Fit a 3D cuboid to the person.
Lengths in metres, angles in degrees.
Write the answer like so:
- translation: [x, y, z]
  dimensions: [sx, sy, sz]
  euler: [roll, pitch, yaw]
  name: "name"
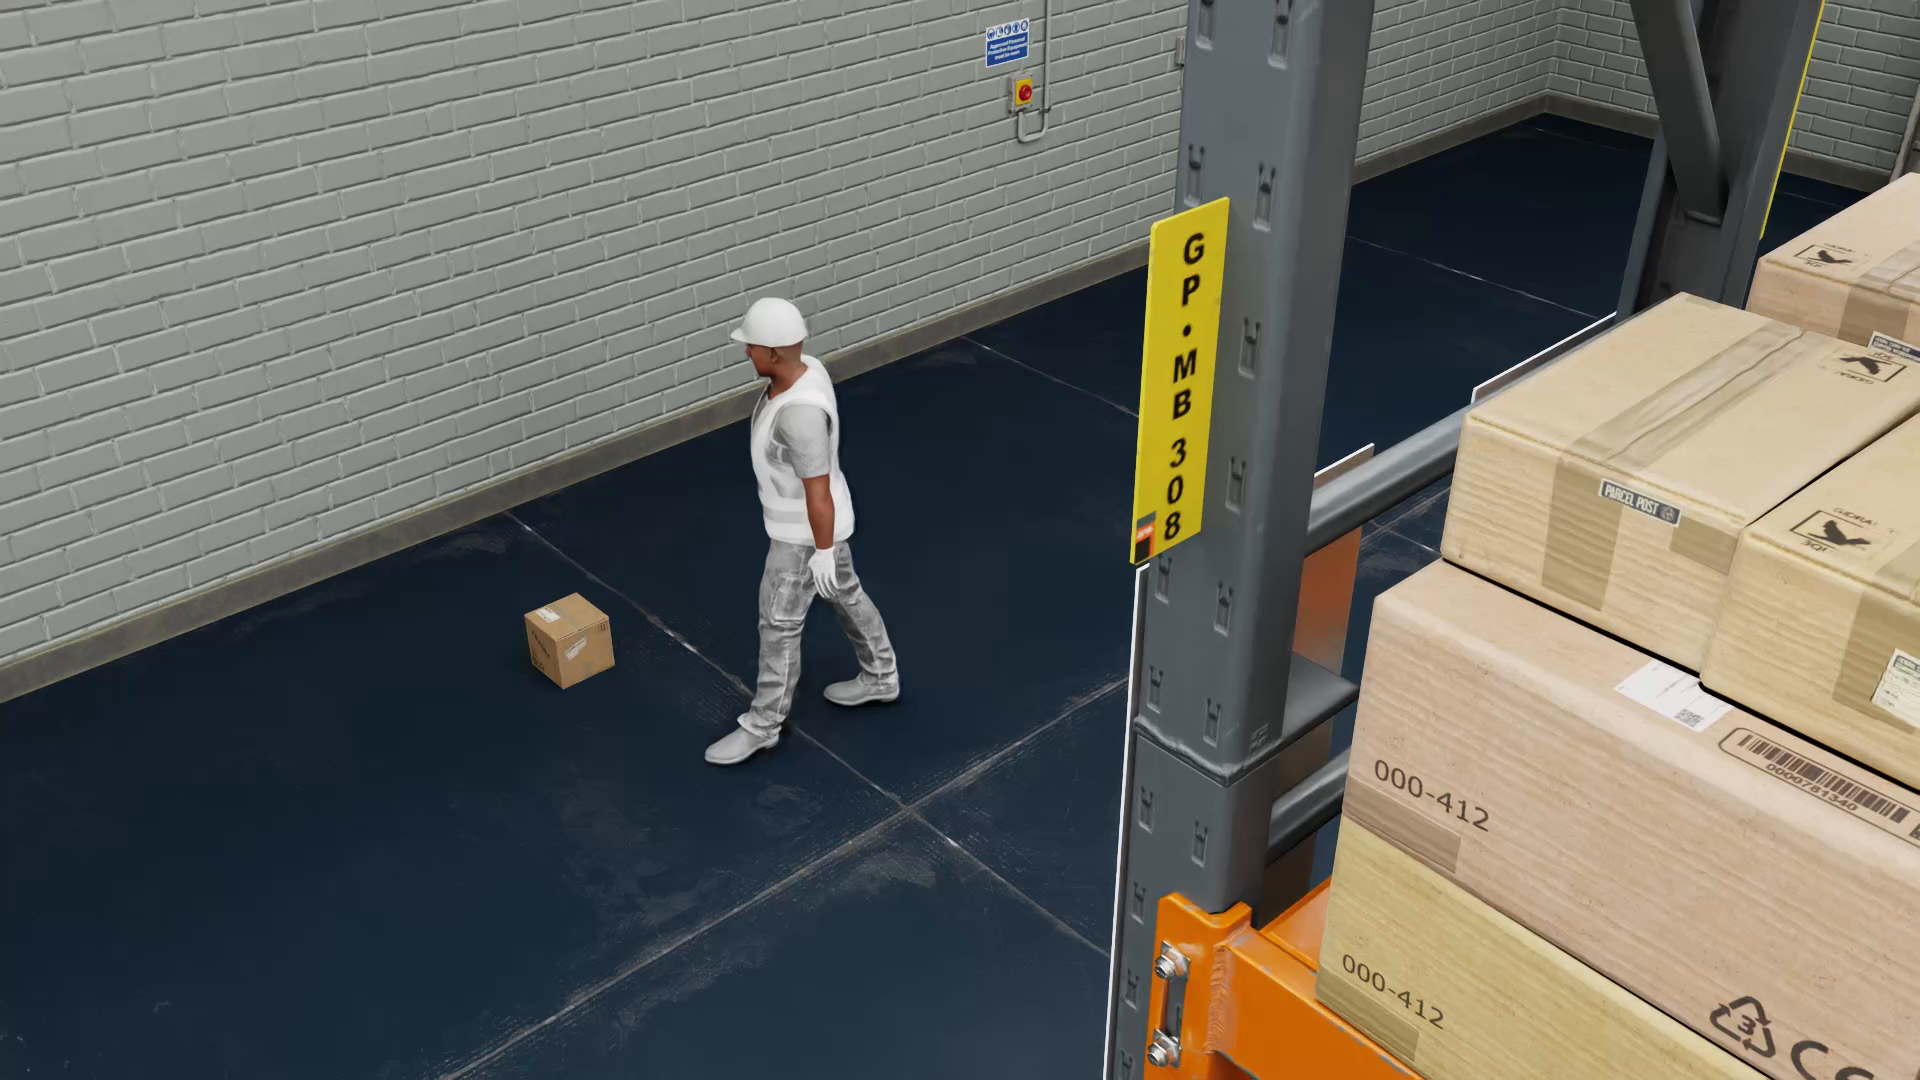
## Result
- translation: [-0.620, -0.061, 6.192]
  dimensions: [0.767, 1.753, 0.643]
  euler: [-2, 32, -4]
  name: "person"
